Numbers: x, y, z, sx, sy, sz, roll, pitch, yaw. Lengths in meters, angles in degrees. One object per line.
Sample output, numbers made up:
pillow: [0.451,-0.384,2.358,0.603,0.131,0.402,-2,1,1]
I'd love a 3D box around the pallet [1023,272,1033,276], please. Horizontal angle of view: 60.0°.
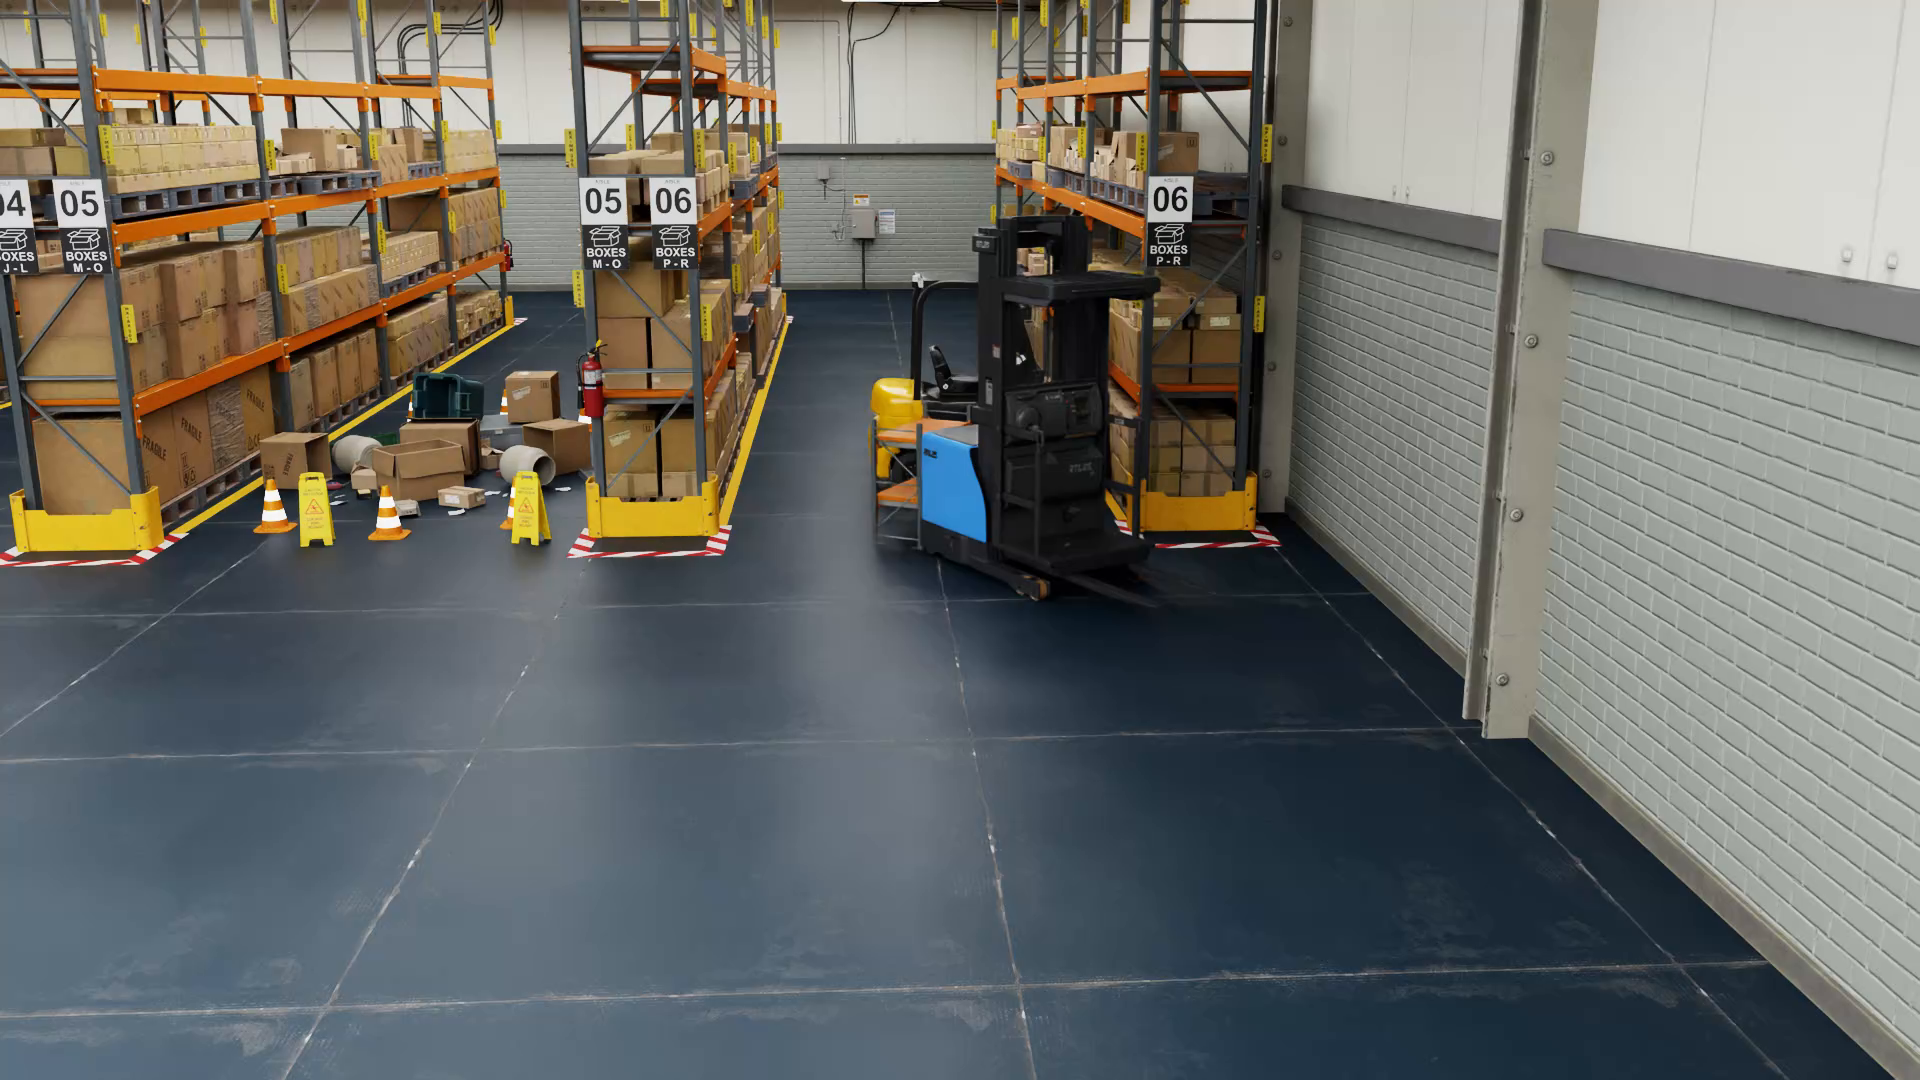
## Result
pallet: [1.542,-3.648,23.570,1.213,0.211,1.003,-1,14,-3]

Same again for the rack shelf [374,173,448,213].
rack shelf: [-8.358,-4.996,23.848,1.077,0.370,4.000,-1,14,-3]

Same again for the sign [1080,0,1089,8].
sign: [1.362,-5.963,18.110,0.100,0.325,0.005,-1,14,-3]

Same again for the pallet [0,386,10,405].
pallet: [-13.143,-1.798,21.591,1.003,0.211,1.213,-1,14,-3]

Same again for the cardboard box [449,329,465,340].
cardboard box: [-8.183,-3.307,26.739,0.380,0.149,0.250,-2,15,-6]

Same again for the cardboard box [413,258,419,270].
cardboard box: [-8.175,-4.051,24.413,0.380,0.149,0.250,0,14,-1]

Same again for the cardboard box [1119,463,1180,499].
cardboard box: [1.806,-0.567,15.887,0.500,0.250,0.500,-1,14,-3]

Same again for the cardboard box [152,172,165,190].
cardboard box: [-7.487,-3.266,15.143,0.380,0.149,0.250,-1,14,-3]

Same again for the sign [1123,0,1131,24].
sign: [2.208,-7.017,22.048,0.100,0.325,0.005,-1,14,-3]

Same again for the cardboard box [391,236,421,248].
cardboard box: [-8.202,-4.404,24.592,0.380,0.149,0.250,-1,14,-5]

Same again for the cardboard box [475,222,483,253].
cardboard box: [-8.356,-5.090,27.993,0.500,0.500,0.500,0,14,-1]

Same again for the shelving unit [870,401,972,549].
shelving unit: [-0.337,-0.607,15.130,0.538,1.125,1.048,7,16,25]

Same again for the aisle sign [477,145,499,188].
aisle sign: [-8.434,-6.666,29.696,0.394,0.787,0.004,-1,14,-3]

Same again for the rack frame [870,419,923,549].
rack frame: [-0.557,-0.493,14.686,0.500,1.125,0.032,7,16,25]

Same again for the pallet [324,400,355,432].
pallet: [-8.188,-1.544,20.603,1.003,0.211,1.213,-1,14,-3]

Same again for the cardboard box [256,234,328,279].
cardboard box: [-8.117,-3.435,20.148,0.700,0.500,0.500,-1,14,-4]

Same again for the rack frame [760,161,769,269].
rack frame: [-3.547,-4.491,26.460,1.000,3.000,0.127,-1,14,-3]

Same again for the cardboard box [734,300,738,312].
cardboard box: [-2.771,-2.725,19.259,0.380,0.149,0.250,-1,14,-3]

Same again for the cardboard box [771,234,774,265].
cardboard box: [-3.342,-4.785,27.403,0.500,0.500,0.500,-1,14,-3]

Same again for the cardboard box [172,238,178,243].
cardboard box: [-13.292,-4.905,27.775,0.500,0.250,0.500,-1,14,-3]

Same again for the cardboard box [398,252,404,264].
cardboard box: [-8.132,-4.002,23.624,0.380,0.149,0.250,-1,14,-3]

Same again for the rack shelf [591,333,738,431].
rack shelf: [-2.928,-1.655,16.883,1.077,0.370,4.000,-1,14,-3]

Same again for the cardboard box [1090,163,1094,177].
cardboard box: [1.627,-4.045,18.169,0.380,0.149,0.250,-1,14,-2]

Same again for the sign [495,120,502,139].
sign: [-8.174,-7.269,29.461,0.100,0.325,0.005,-1,14,-3]

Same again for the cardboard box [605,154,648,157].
cardboard box: [-3.248,-3.684,16.208,0.380,0.149,0.250,-1,14,-2]

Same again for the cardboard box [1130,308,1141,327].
cardboard box: [1.804,-2.091,15.632,0.380,0.149,0.250,-1,14,-3]

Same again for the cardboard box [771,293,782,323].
cardboard box: [-3.589,-4.058,29.077,0.875,0.438,0.875,0,14,-2]

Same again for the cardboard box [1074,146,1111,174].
cardboard box: [1.614,-4.416,19.286,0.500,0.311,0.500,-1,14,-5]

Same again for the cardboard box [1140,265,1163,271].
cardboard box: [2.198,-2.947,18.362,0.380,0.149,0.250,-1,14,-5]

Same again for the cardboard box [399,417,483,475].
cardboard box: [-5.506,-0.993,17.604,0.797,0.637,0.503,-1,14,-3]

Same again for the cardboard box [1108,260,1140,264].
cardboard box: [2.047,-3.412,20.764,0.380,0.149,0.250,-1,14,-3]

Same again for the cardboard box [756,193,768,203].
cardboard box: [-3.352,-5.609,27.298,0.380,0.149,0.250,-1,14,-4]

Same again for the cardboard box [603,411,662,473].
cardboard box: [-3.114,-0.936,15.816,0.500,0.500,0.500,-1,14,-3]

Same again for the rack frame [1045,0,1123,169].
rack frame: [1.654,-6.479,22.147,1.000,3.000,0.127,-1,14,-3]

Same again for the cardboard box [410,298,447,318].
cardboard box: [-8.183,-3.564,25.526,0.500,0.250,0.500,-1,14,-5]

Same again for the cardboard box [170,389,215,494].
cardboard box: [-7.903,-0.965,16.180,0.875,0.875,0.875,-1,14,-4]

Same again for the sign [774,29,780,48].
sign: [-3.253,-8.886,29.471,0.100,0.325,0.005,-1,14,-3]

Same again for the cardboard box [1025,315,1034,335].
cardboard box: [1.281,-3.181,25.542,0.500,0.500,0.500,-1,14,-5]

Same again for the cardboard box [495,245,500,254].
cardboard box: [-8.427,-5.185,29.664,0.380,0.149,0.250,-1,14,-3]

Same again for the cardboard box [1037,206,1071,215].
cardboard box: [1.580,-5.377,28.105,0.500,0.500,0.500,-1,14,-5]

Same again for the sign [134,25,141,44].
sign: [-14.240,-8.760,28.821,0.100,0.325,0.005,-1,14,-3]

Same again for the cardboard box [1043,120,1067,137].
cardboard box: [1.494,-6.421,25.973,0.396,0.266,0.258,-1,14,-4]

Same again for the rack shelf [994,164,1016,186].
rack shelf: [1.283,-6.170,28.410,1.077,0.370,4.000,-1,14,-3]

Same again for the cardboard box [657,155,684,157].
cardboard box: [-2.660,-3.564,15.743,0.380,0.149,0.250,-1,14,-4]

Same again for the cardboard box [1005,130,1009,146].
cardboard box: [1.035,-6.837,28.259,0.500,0.250,0.500,0,14,-2]

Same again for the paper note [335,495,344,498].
paper note: [-6.235,-0.440,16.715,0.032,0.001,0.123,7,16,26]

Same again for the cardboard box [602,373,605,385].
cardboard box: [-3.167,-1.536,15.479,0.380,0.149,0.250,-1,14,-4]

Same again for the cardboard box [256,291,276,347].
cardboard box: [-7.951,-2.380,17.958,0.875,0.550,0.550,-1,14,-3]

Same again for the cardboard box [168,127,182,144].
cardboard box: [-7.519,-3.778,15.530,0.380,0.149,0.250,-1,14,-4]

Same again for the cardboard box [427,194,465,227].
cardboard box: [-8.314,-5.310,26.842,0.500,0.500,0.500,-1,14,-5]

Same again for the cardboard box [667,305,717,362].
cardboard box: [-2.592,-1.950,15.786,0.500,0.500,0.500,0,14,-2]

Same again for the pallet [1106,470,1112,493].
pallet: [1.988,-0.726,17.423,1.003,0.211,1.213,-1,14,-3]

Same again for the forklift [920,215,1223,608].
forklift: [0.881,-1.072,13.311,1.130,2.935,3.031,-9,17,-32]
